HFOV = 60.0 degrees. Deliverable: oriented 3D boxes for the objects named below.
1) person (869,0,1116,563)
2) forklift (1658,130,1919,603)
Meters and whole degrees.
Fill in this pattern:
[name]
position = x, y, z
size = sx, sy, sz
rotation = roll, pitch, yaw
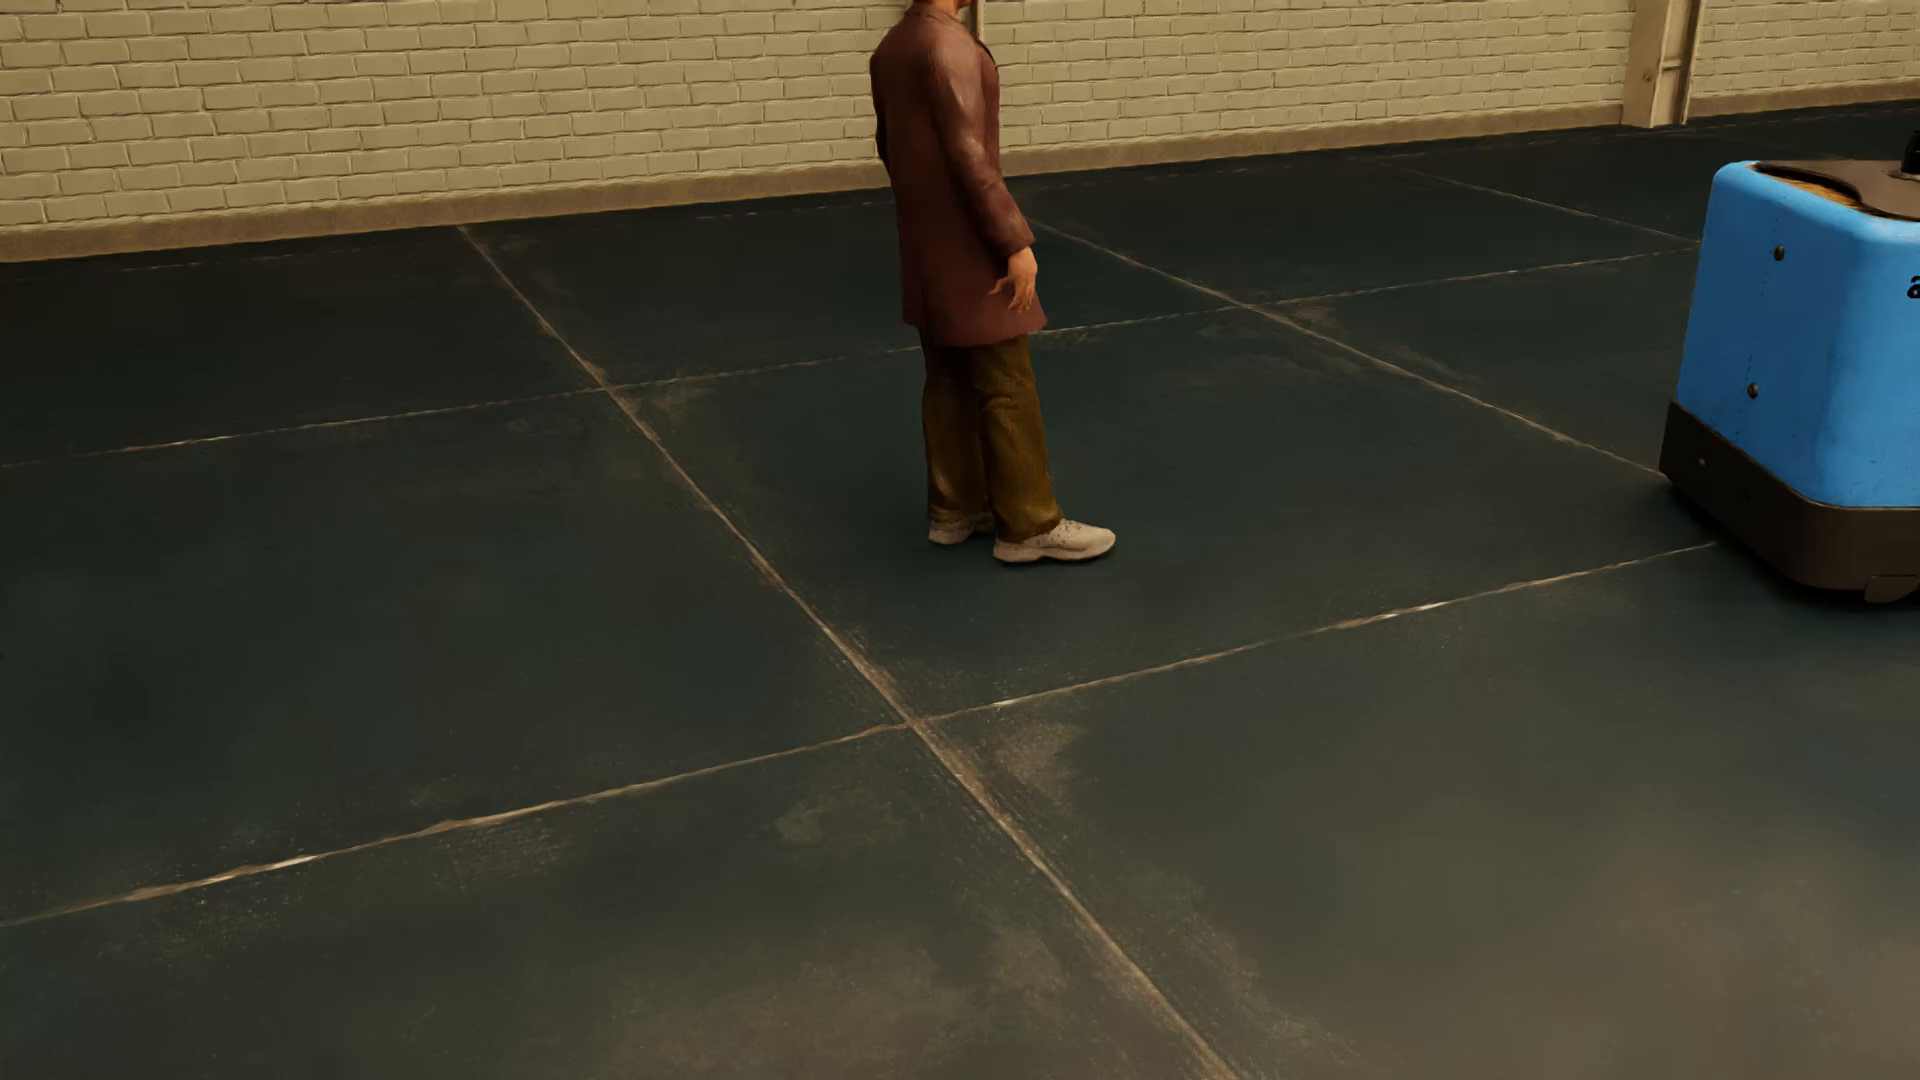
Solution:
[person]
position = 0.085, -0.841, 4.795
size = 0.580, 1.776, 0.694
rotation = -10, 25, -23
[forklift]
position = 3.821, -1.360, 4.559
size = 3.031, 2.935, 1.130
rotation = 0, 23, -1
